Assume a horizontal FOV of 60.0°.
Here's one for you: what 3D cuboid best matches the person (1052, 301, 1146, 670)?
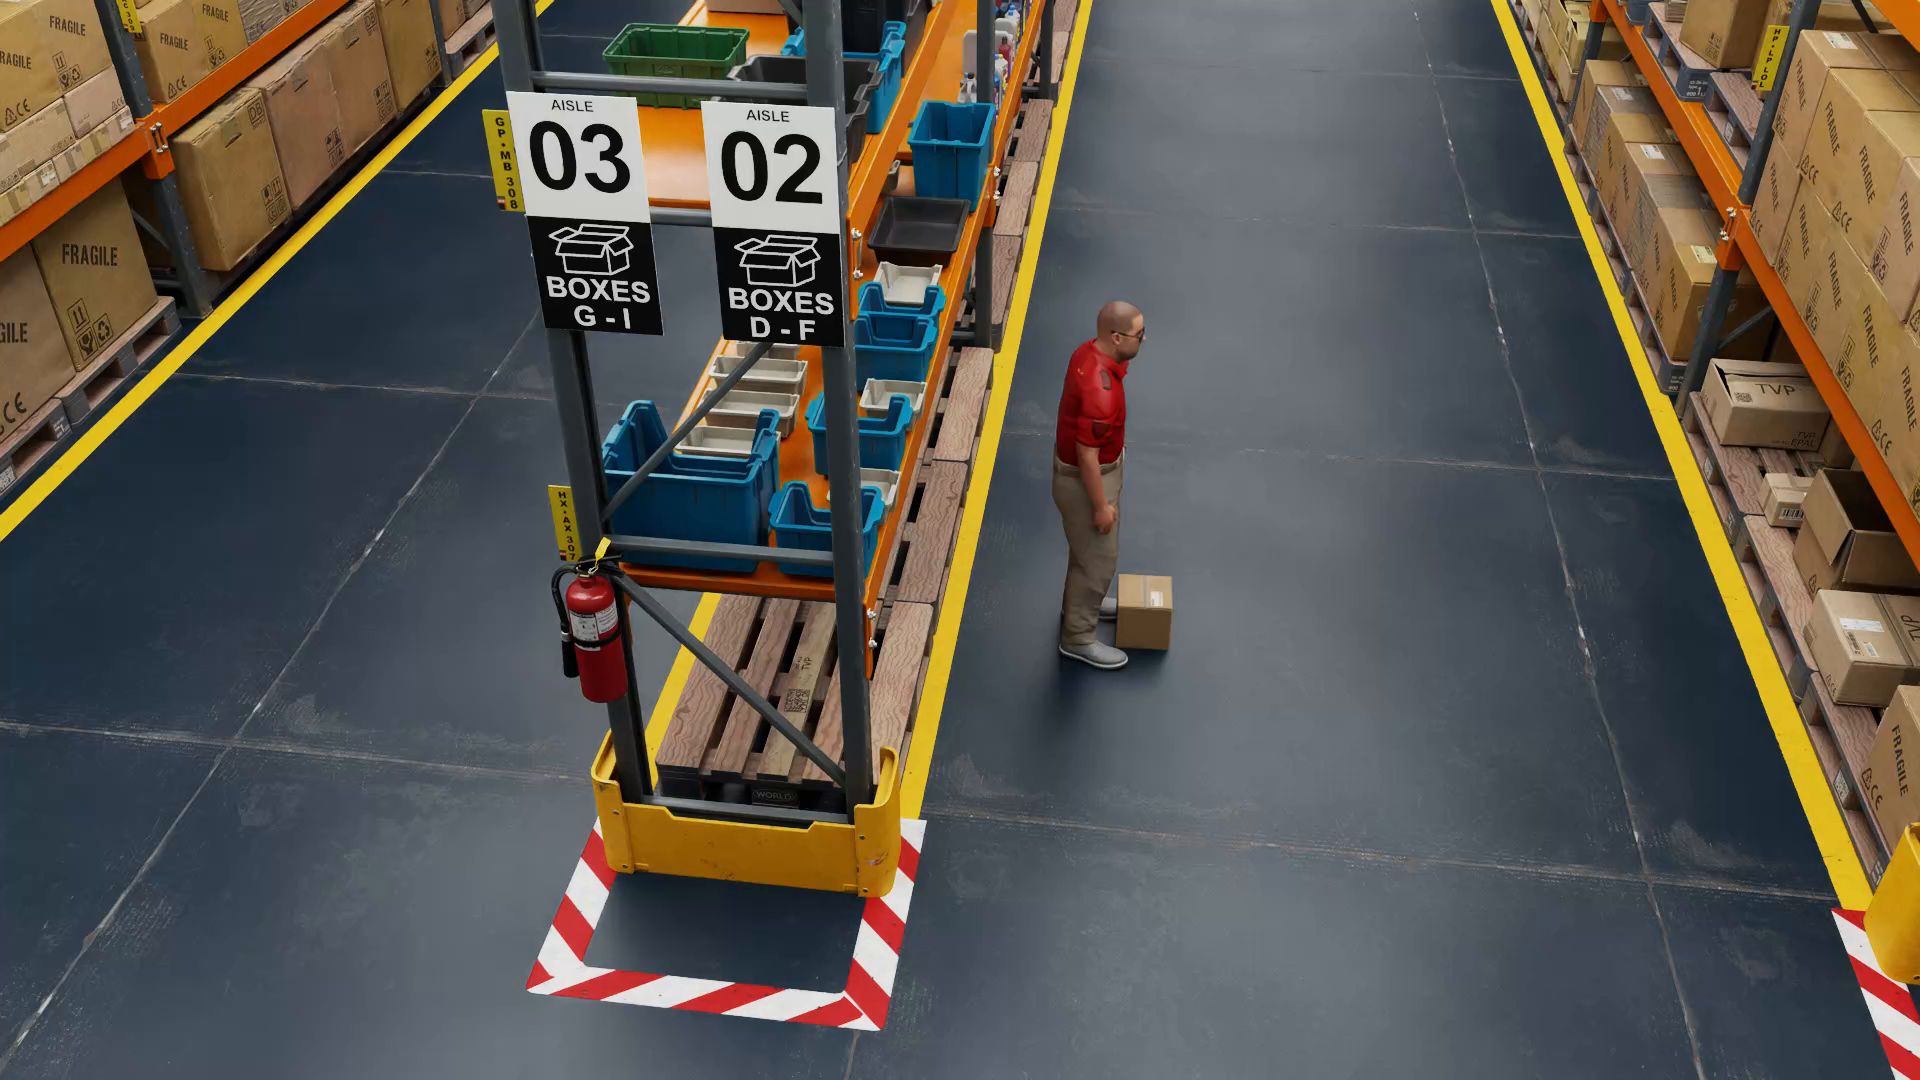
[{"bbox_3d":[0.610,-0.273,7.431,0.393,1.726,0.601,2,36,3],"label":"person"}]
